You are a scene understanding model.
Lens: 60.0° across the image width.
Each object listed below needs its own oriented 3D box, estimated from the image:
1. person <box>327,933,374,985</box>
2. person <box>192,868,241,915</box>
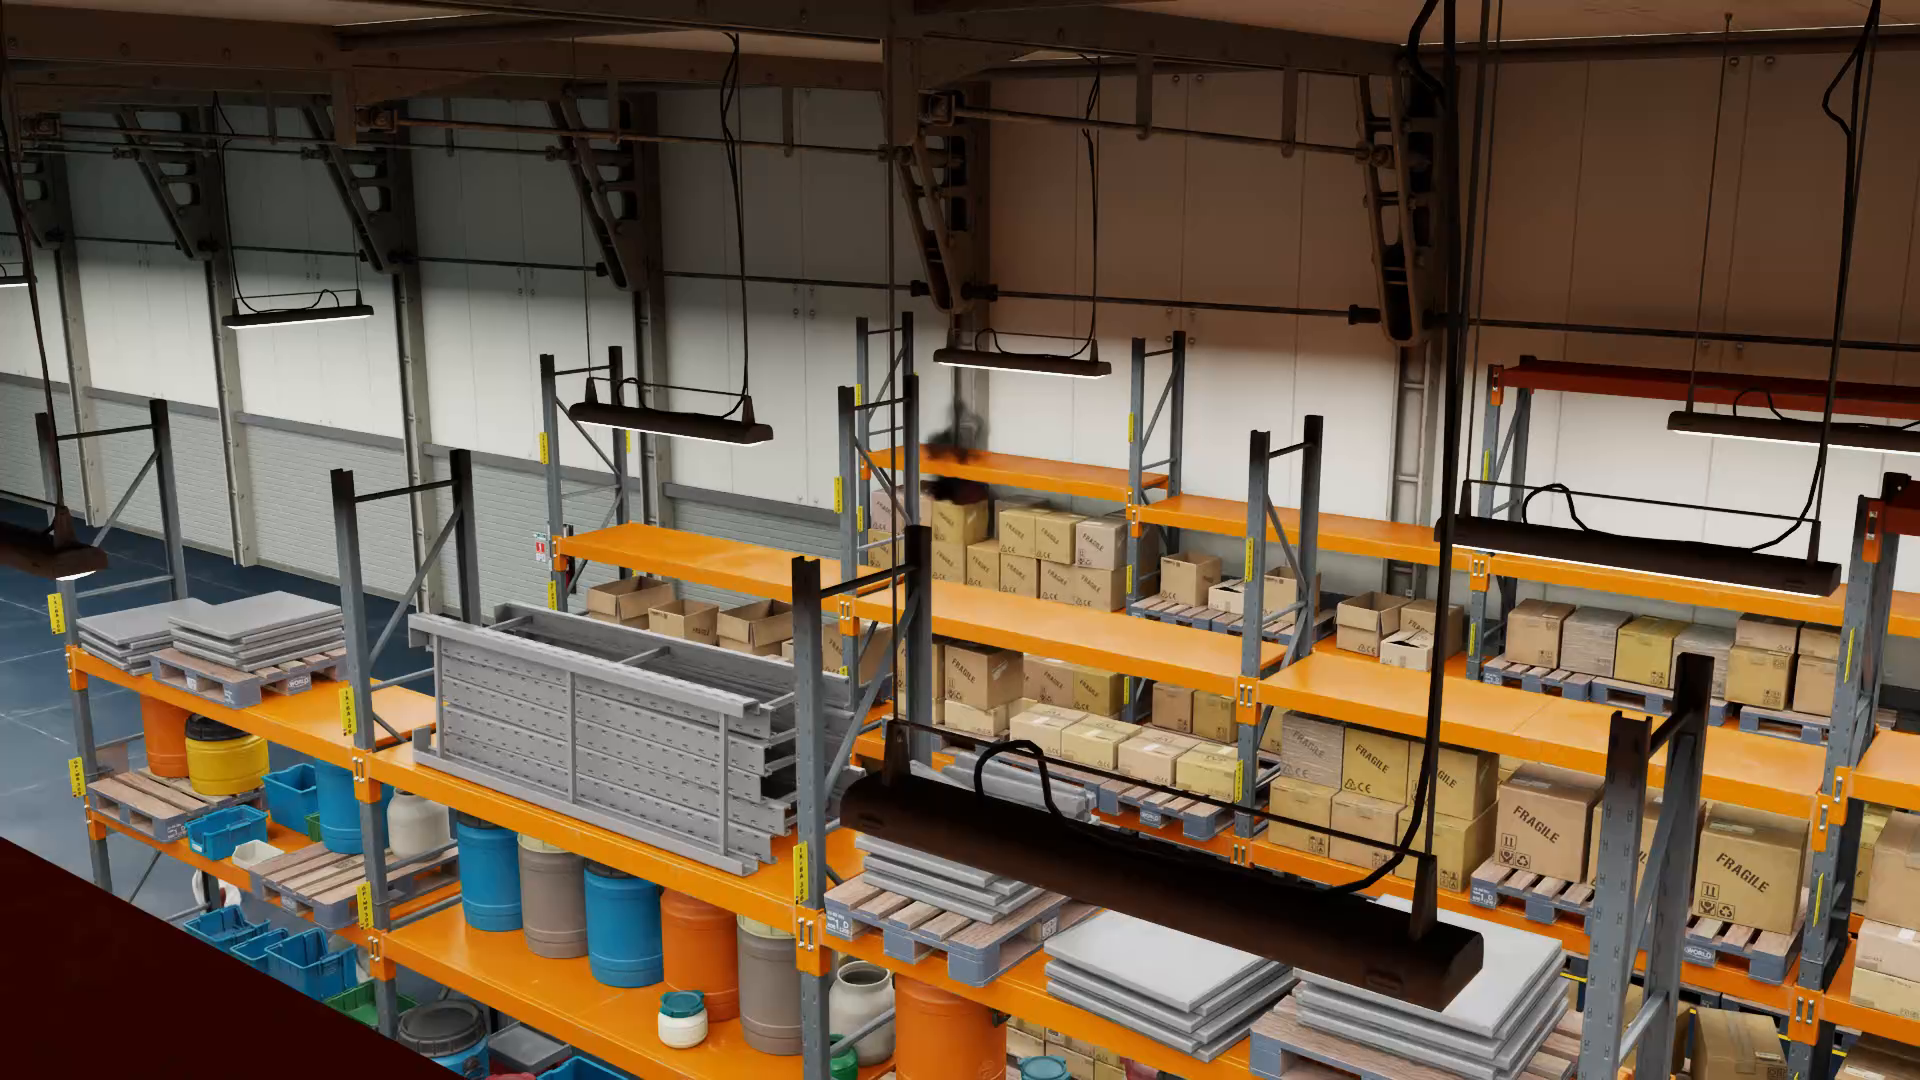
[{"bbox_3d":[-5.764,3.668,15.866,0.552,1.626,0.679,4,14,18],"label":"person"},{"bbox_3d":[-7.138,3.577,16.000,0.826,1.787,0.759,1,13,4],"label":"person"}]
